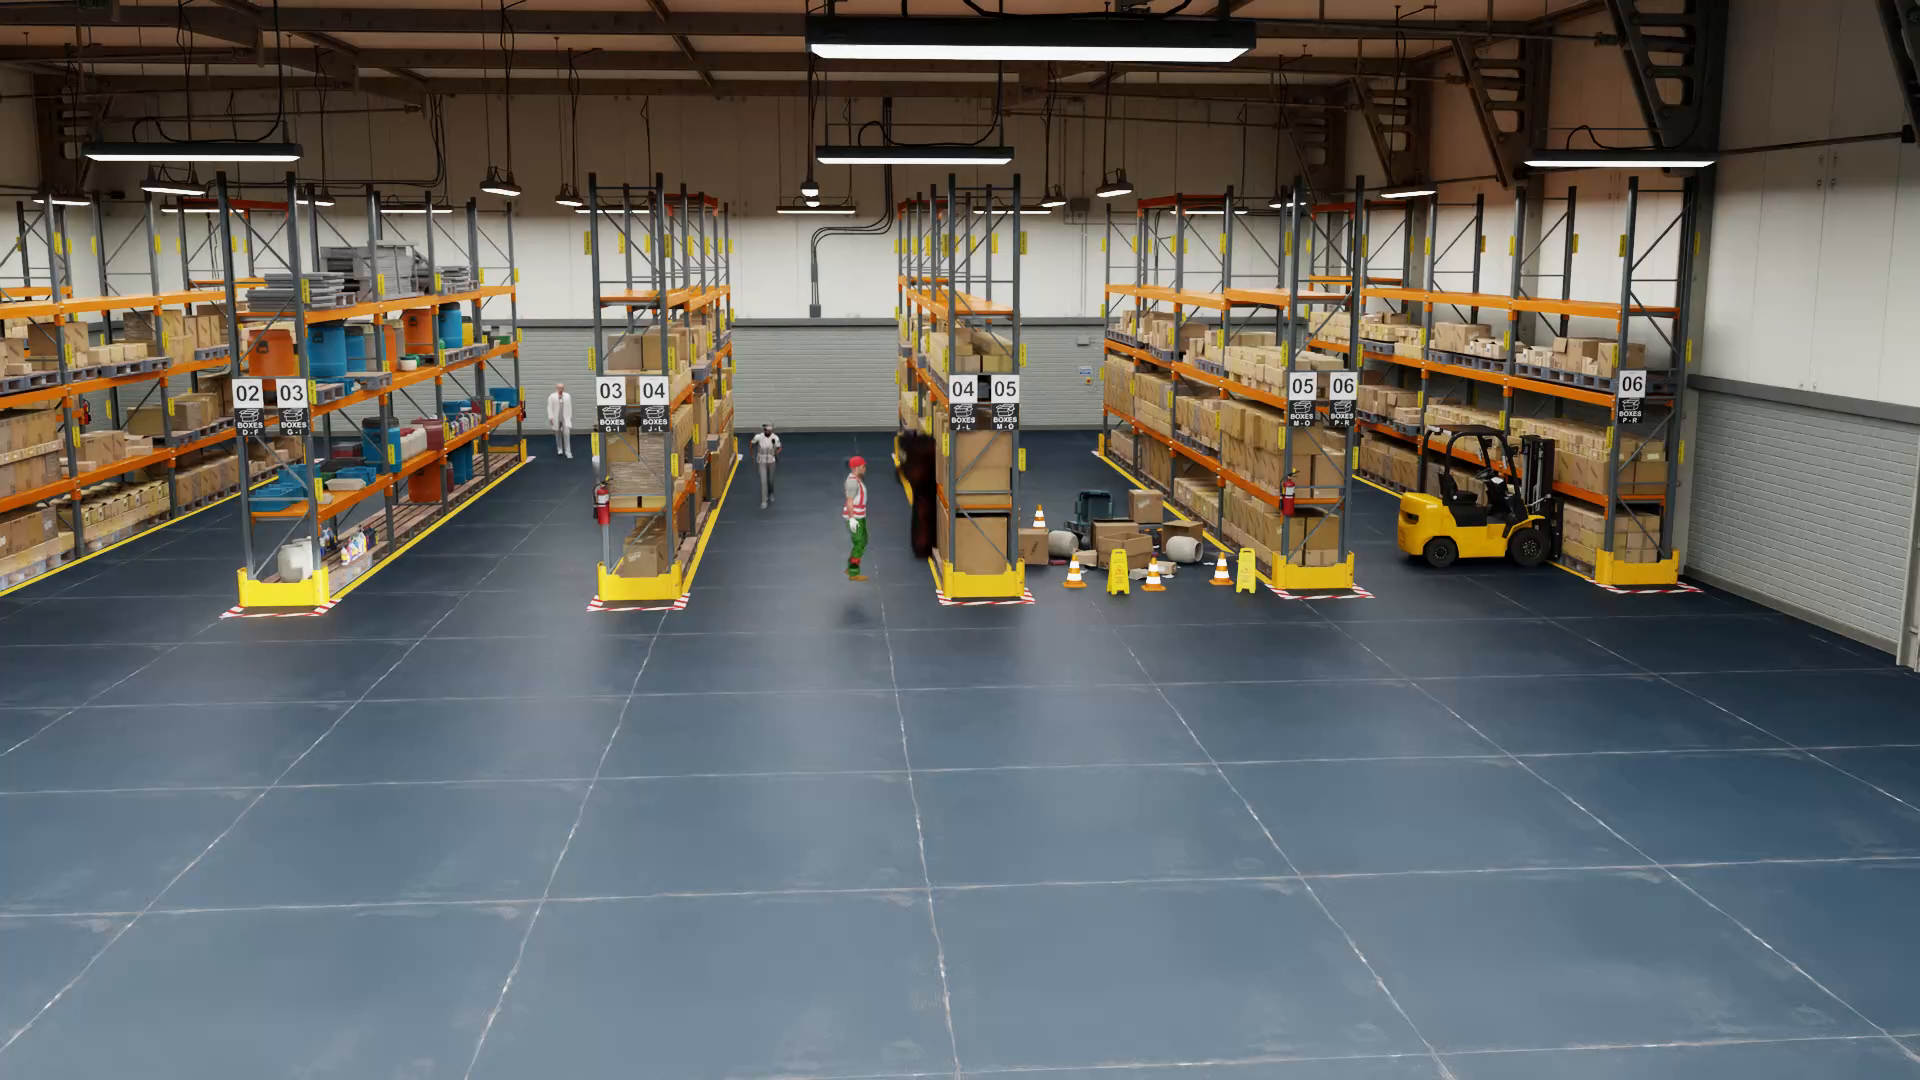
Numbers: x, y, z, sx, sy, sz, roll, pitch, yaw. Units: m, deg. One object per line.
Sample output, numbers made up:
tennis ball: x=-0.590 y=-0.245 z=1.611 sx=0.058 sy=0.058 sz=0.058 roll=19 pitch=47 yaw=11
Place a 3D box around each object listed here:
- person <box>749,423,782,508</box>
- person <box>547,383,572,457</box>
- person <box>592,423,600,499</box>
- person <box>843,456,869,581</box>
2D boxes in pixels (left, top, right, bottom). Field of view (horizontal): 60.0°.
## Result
person: x=-3.768 y=-1.485 z=32.243 sx=0.627 sy=1.611 sz=0.995 roll=-1 pitch=10 yaw=-4
person: x=-9.618 y=-2.906 z=39.991 sx=0.576 sy=1.741 sz=1.025 roll=-3 pitch=10 yaw=-15
person: x=-6.870 y=-1.453 z=32.013 sx=0.373 sy=1.680 sz=0.547 roll=-2 pitch=10 yaw=-13
person: x=-1.488 y=-0.285 z=23.690 sx=0.400 sy=1.830 sz=0.648 roll=1 pitch=10 yaw=6
